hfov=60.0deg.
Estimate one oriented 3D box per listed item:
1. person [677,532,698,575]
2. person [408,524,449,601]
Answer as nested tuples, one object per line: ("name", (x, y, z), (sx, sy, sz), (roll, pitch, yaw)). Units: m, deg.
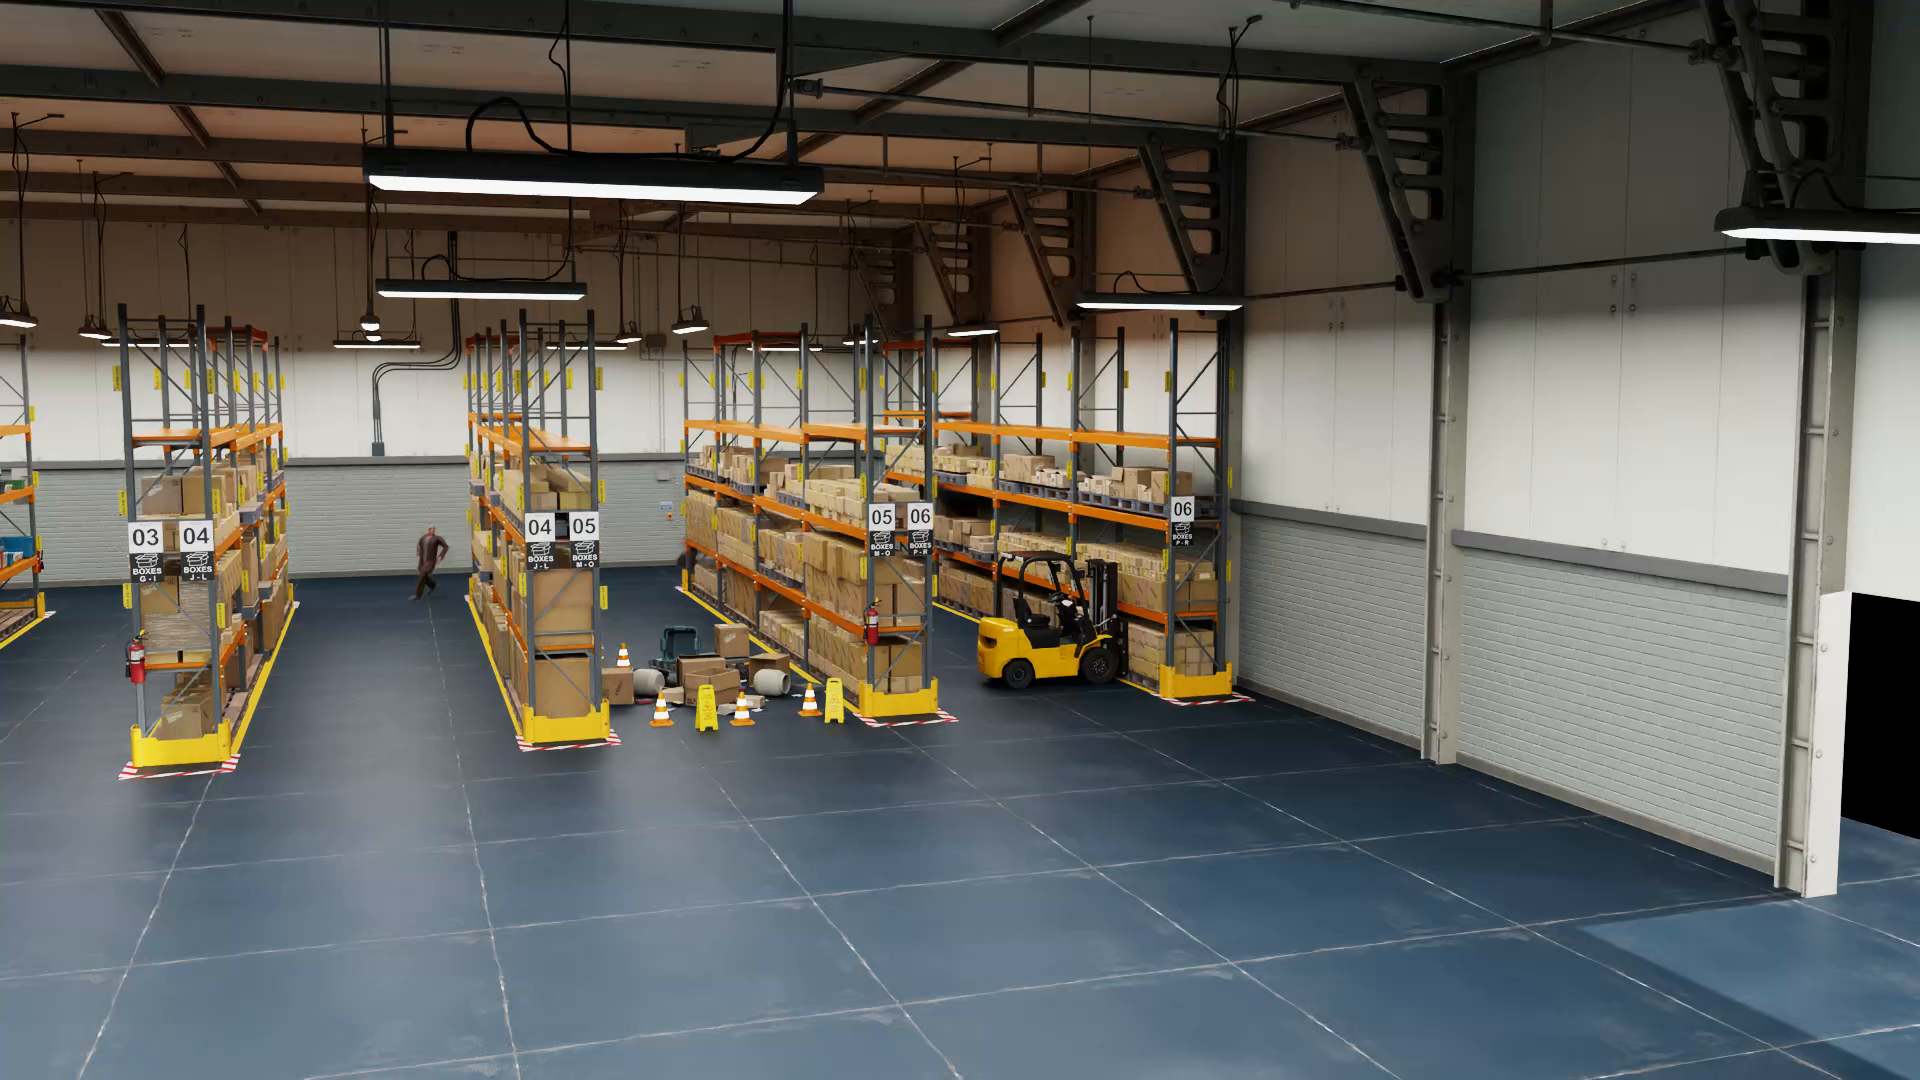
("person", (-6.670, 0.254, 41.144), (0.656, 1.663, 0.643), (-1, 6, -14))
("person", (-12.193, 0.499, 38.182), (0.772, 1.734, 1.038), (2, 6, 24))
